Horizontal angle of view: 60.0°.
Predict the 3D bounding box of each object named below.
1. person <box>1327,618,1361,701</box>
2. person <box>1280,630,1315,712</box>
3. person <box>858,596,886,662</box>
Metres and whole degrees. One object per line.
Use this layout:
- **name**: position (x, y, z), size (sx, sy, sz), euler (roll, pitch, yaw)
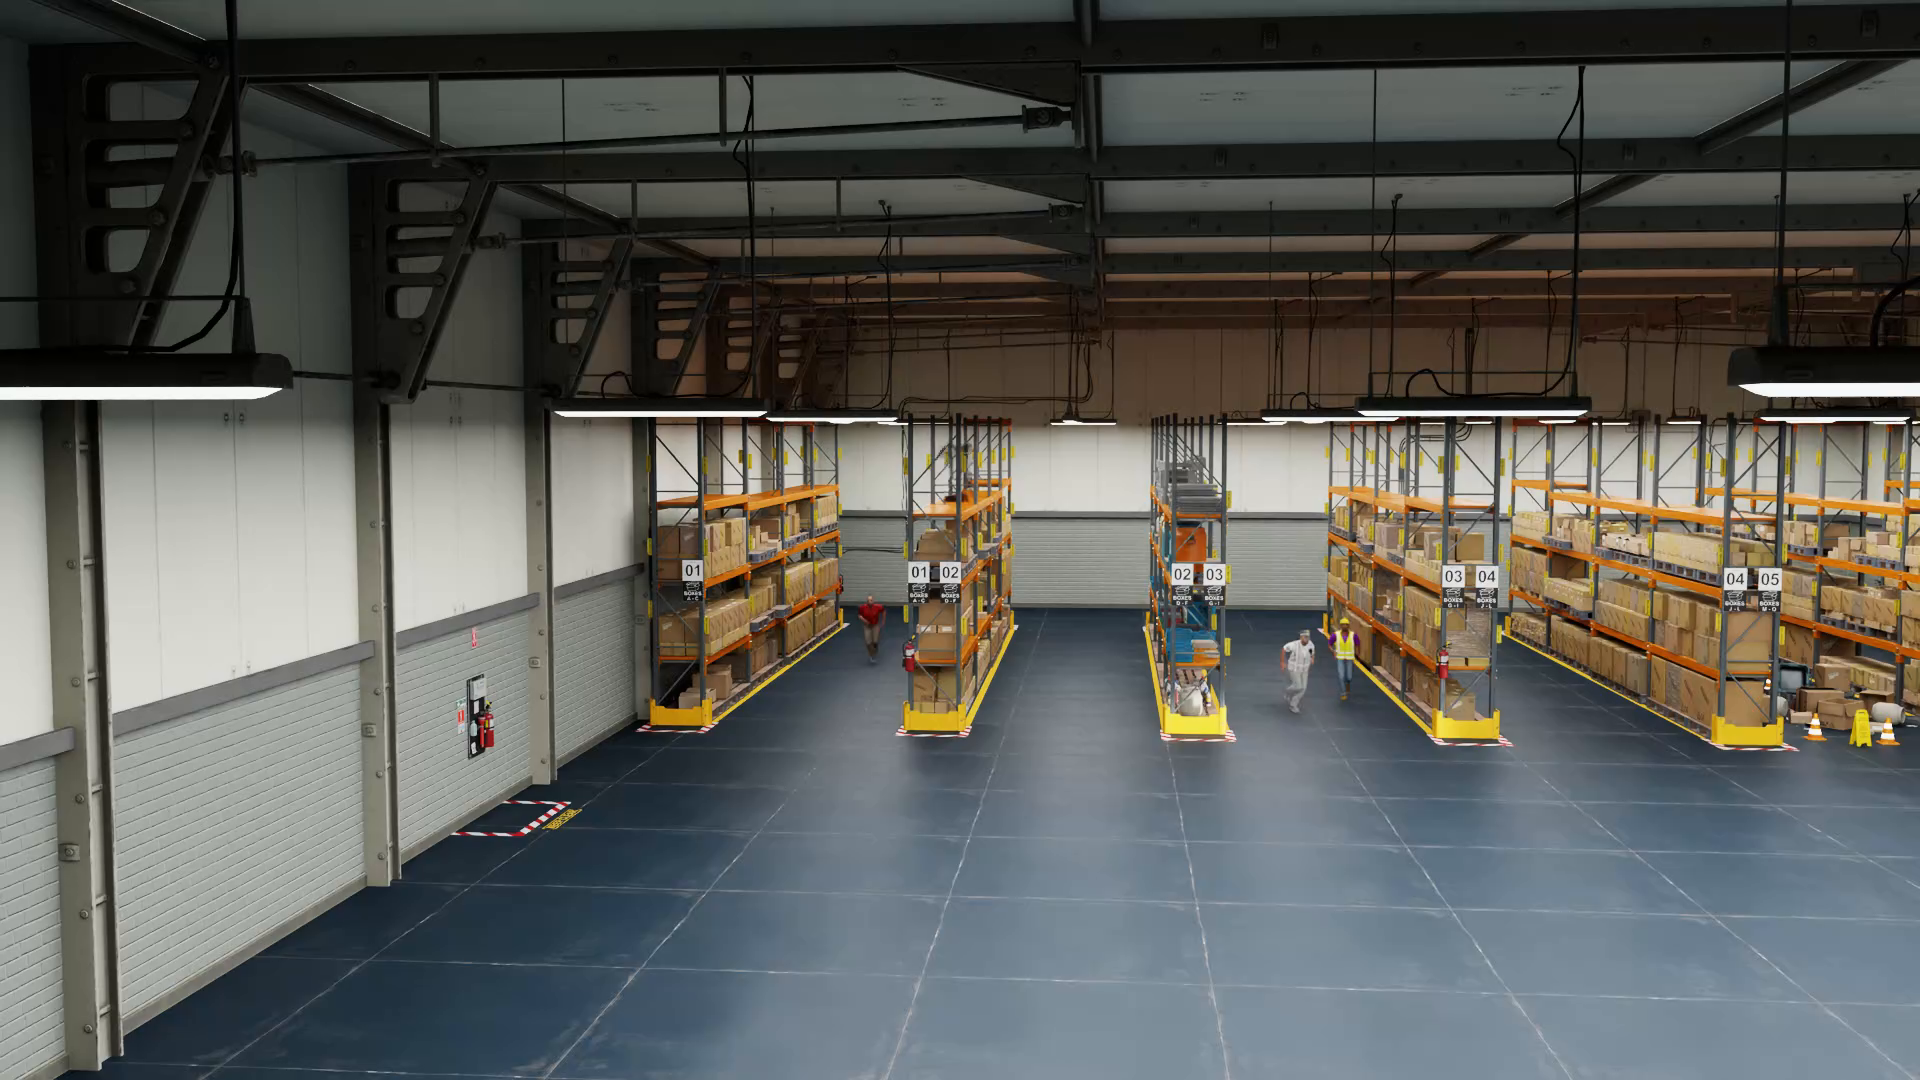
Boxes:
- **person**: position (8.107, 2.509, 35.105), size (0.702, 1.723, 0.598), euler (1, 4, 9)
- **person**: position (6.847, 2.633, 33.527), size (0.652, 1.700, 0.746), euler (-2, 4, -23)
- **person**: position (-2.162, 2.174, 40.725), size (0.654, 1.656, 0.725), euler (0, 4, 5)
